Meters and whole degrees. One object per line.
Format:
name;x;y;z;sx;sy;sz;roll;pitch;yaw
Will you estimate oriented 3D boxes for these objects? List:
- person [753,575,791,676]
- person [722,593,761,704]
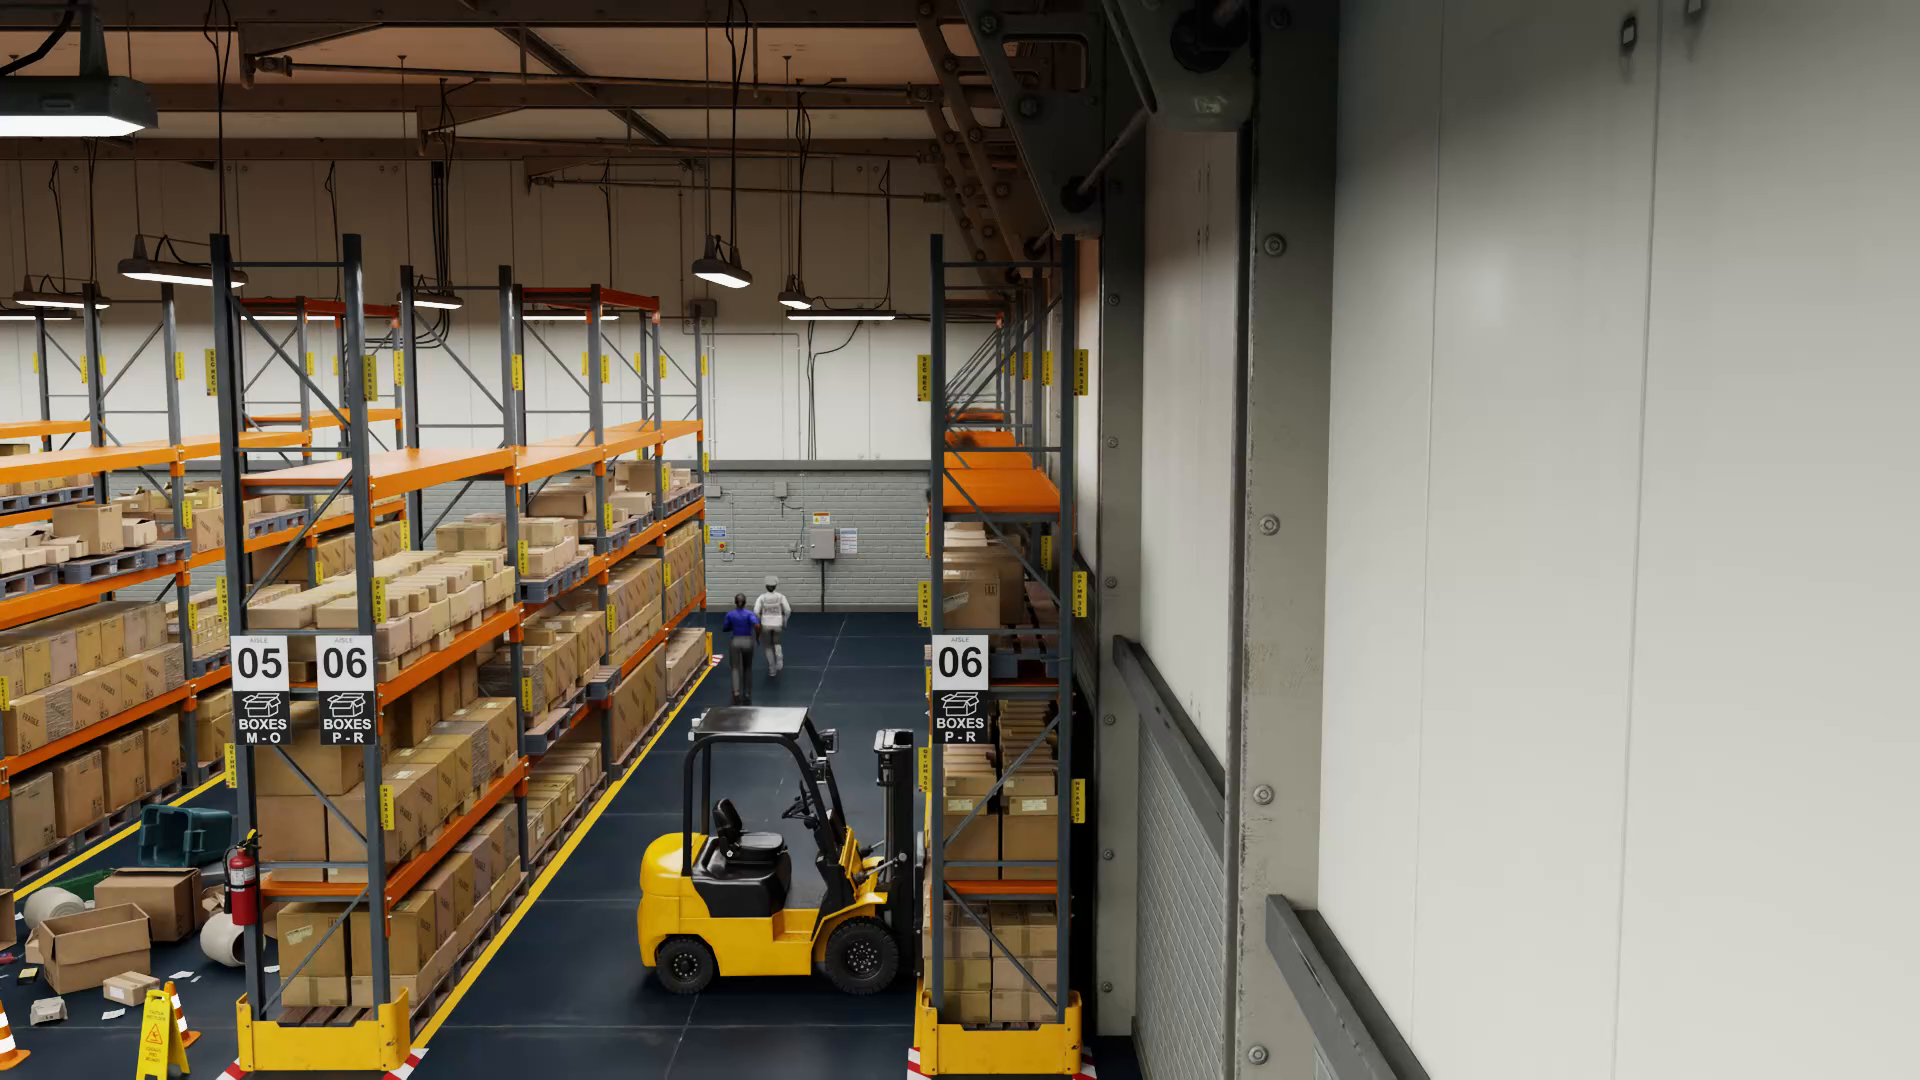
person;-3.041;1.386;26.850;0.614;1.650;0.552;-1;6;-12
person;-3.238;1.601;24.659;0.572;1.653;0.910;-1;6;-7
